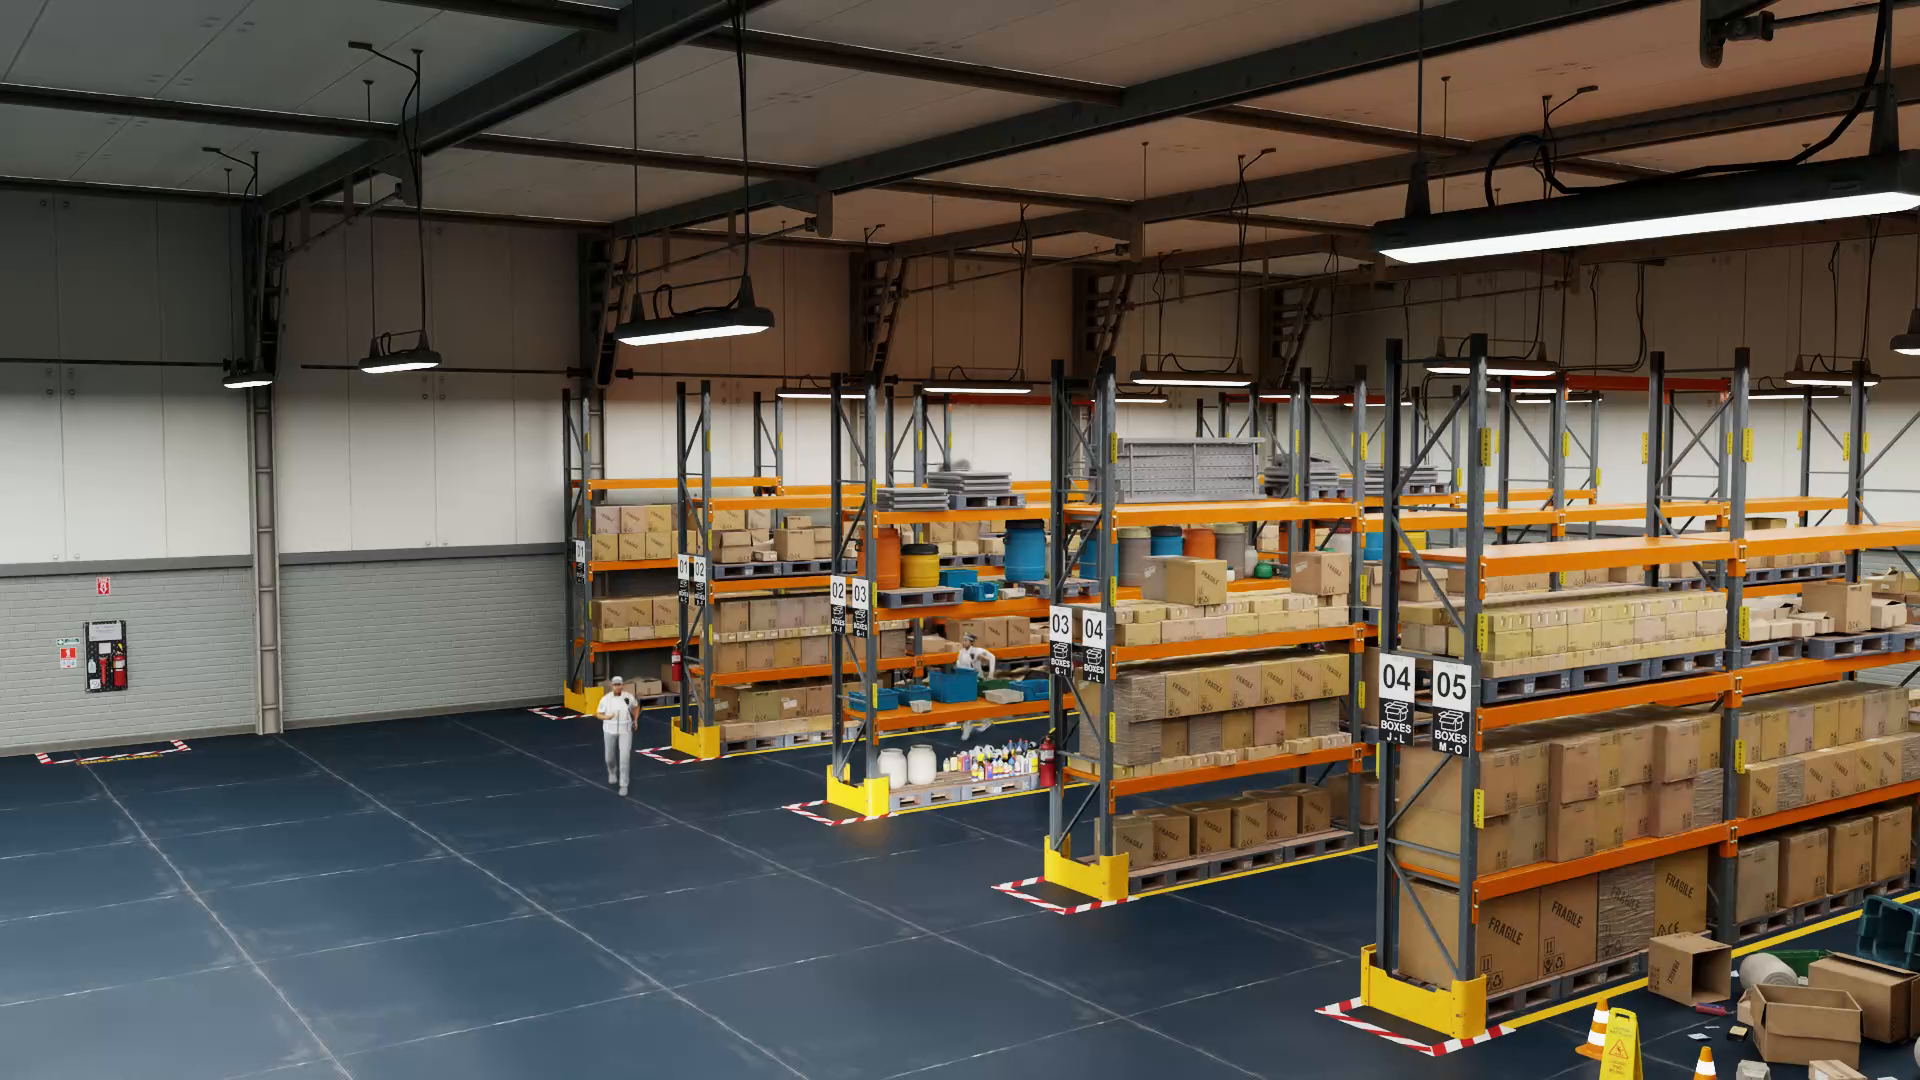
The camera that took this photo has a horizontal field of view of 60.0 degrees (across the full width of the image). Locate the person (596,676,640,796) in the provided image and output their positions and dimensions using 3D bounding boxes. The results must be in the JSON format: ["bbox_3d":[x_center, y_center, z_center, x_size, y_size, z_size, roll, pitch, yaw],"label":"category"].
[{"bbox_3d":[-4.934,2.784,23.953,0.583,1.641,0.941,-1,4,-10],"label":"person"}]

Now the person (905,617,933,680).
[{"bbox_3d":[-0.826,2.008,31.764,0.653,1.763,0.704,-3,5,-40],"label":"person"}]

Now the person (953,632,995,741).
[{"bbox_3d":[0.225,2.364,27.110,0.639,1.770,0.794,4,5,45],"label":"person"}]
